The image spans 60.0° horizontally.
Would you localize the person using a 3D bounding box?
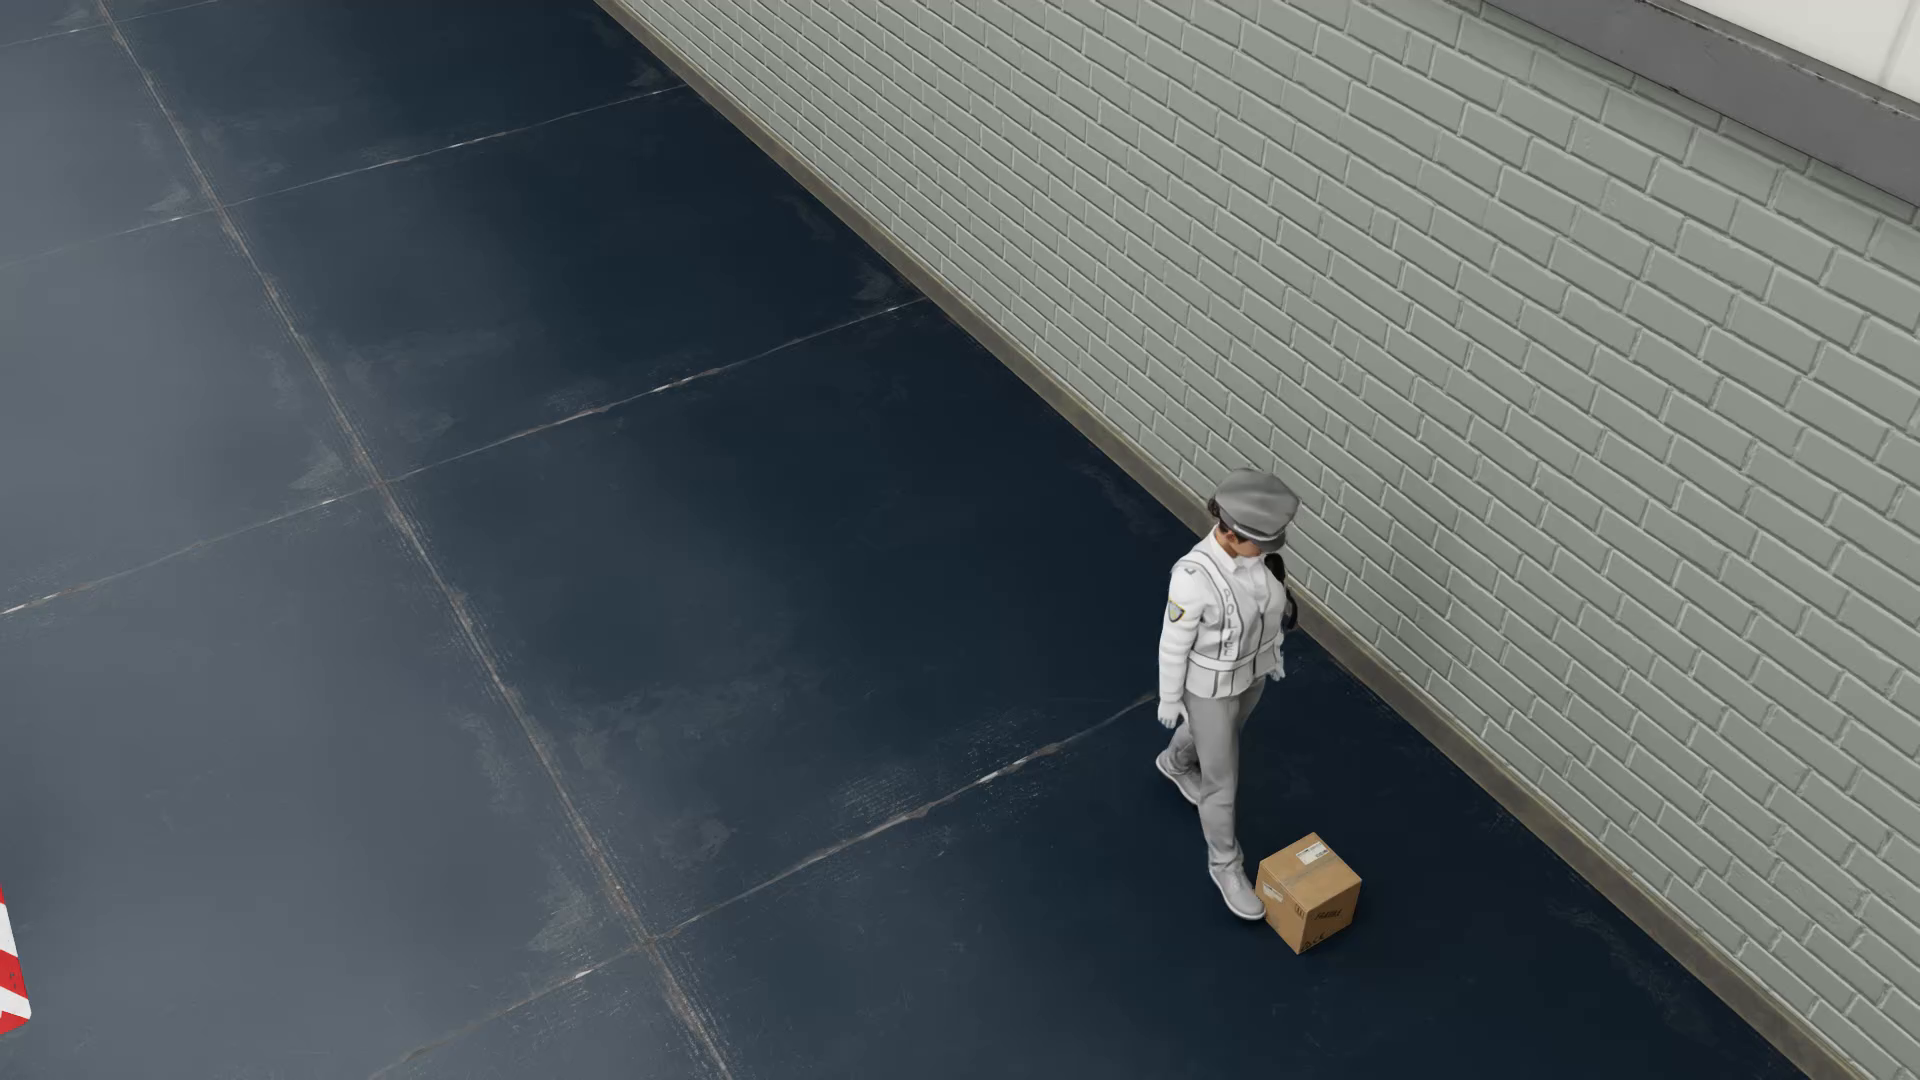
[{"bbox_3d":[0.937,0.473,5.597,0.520,1.633,0.738,-30,49,-30],"label":"person"}]
